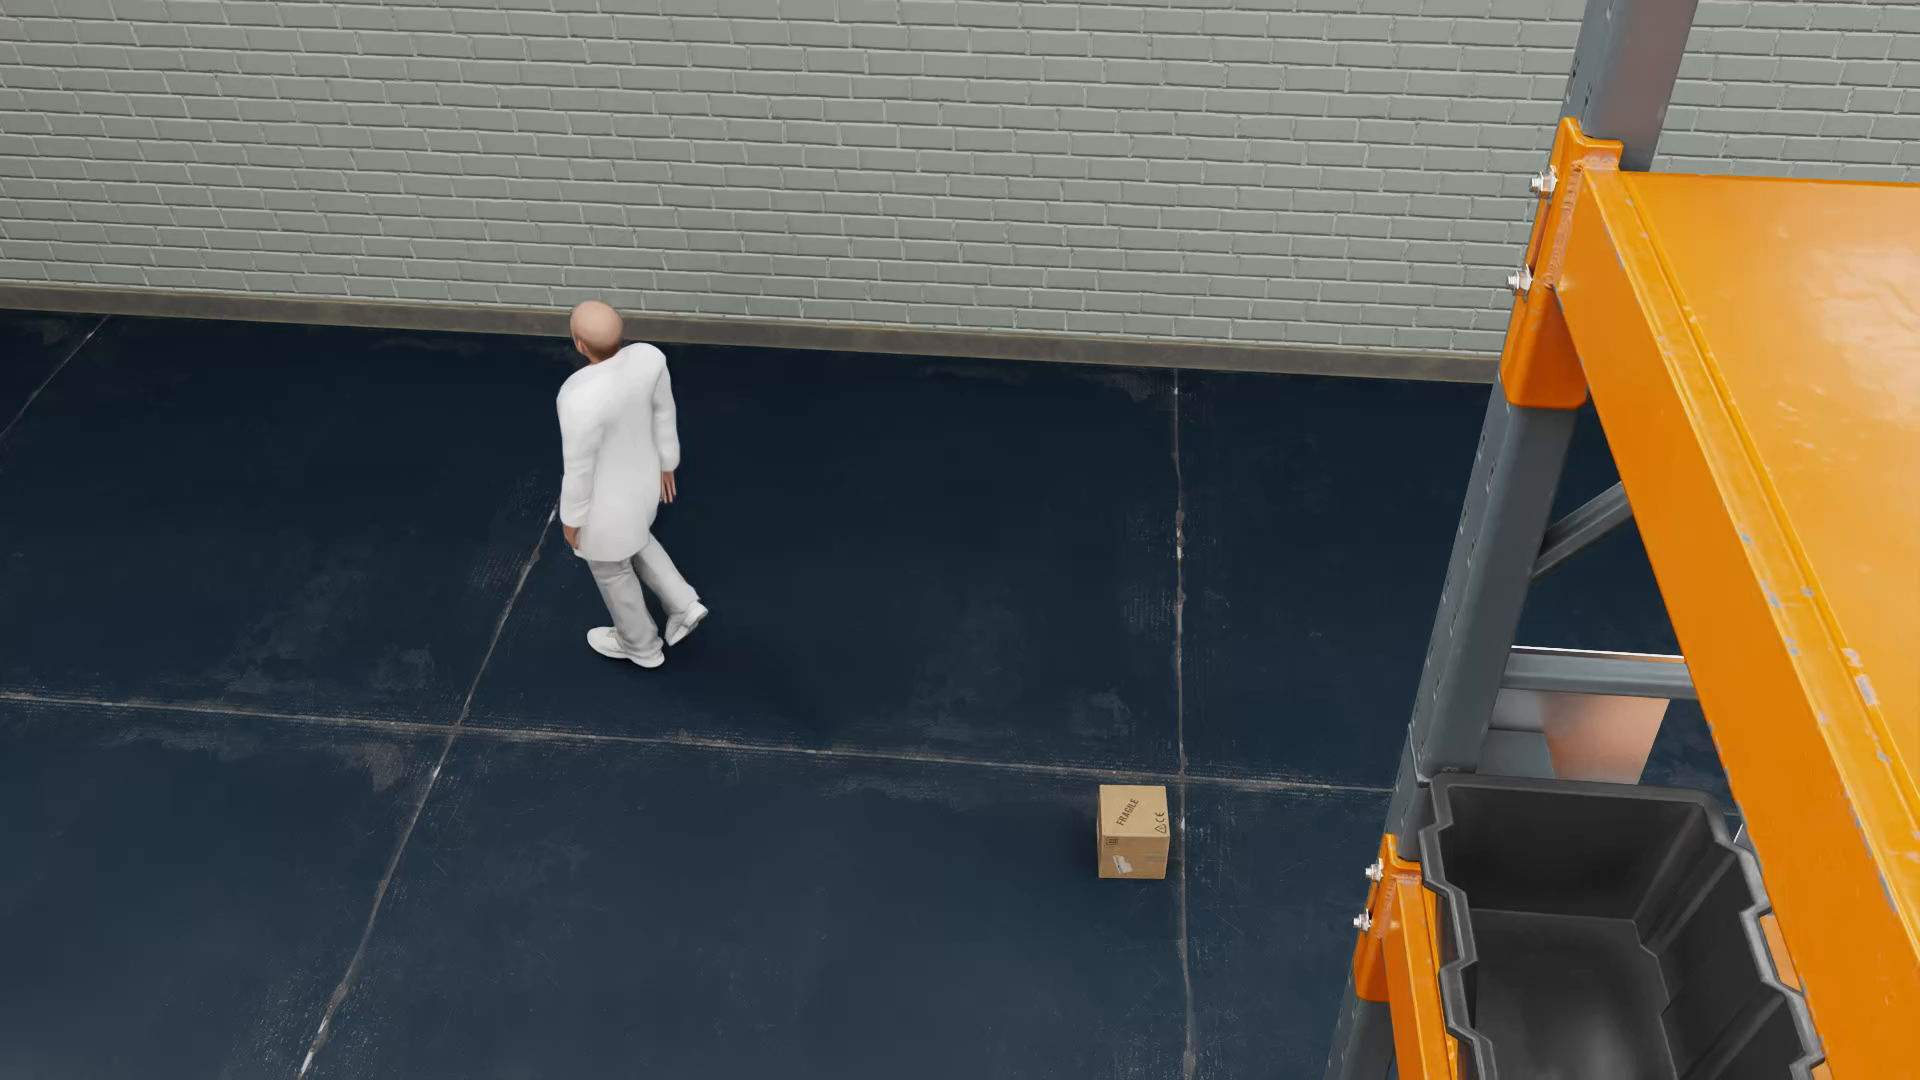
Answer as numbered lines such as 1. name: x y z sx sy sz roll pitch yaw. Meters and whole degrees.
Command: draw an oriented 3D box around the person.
1. person: -1.360 -0.196 6.661 0.554 1.775 0.581 20 44 23
